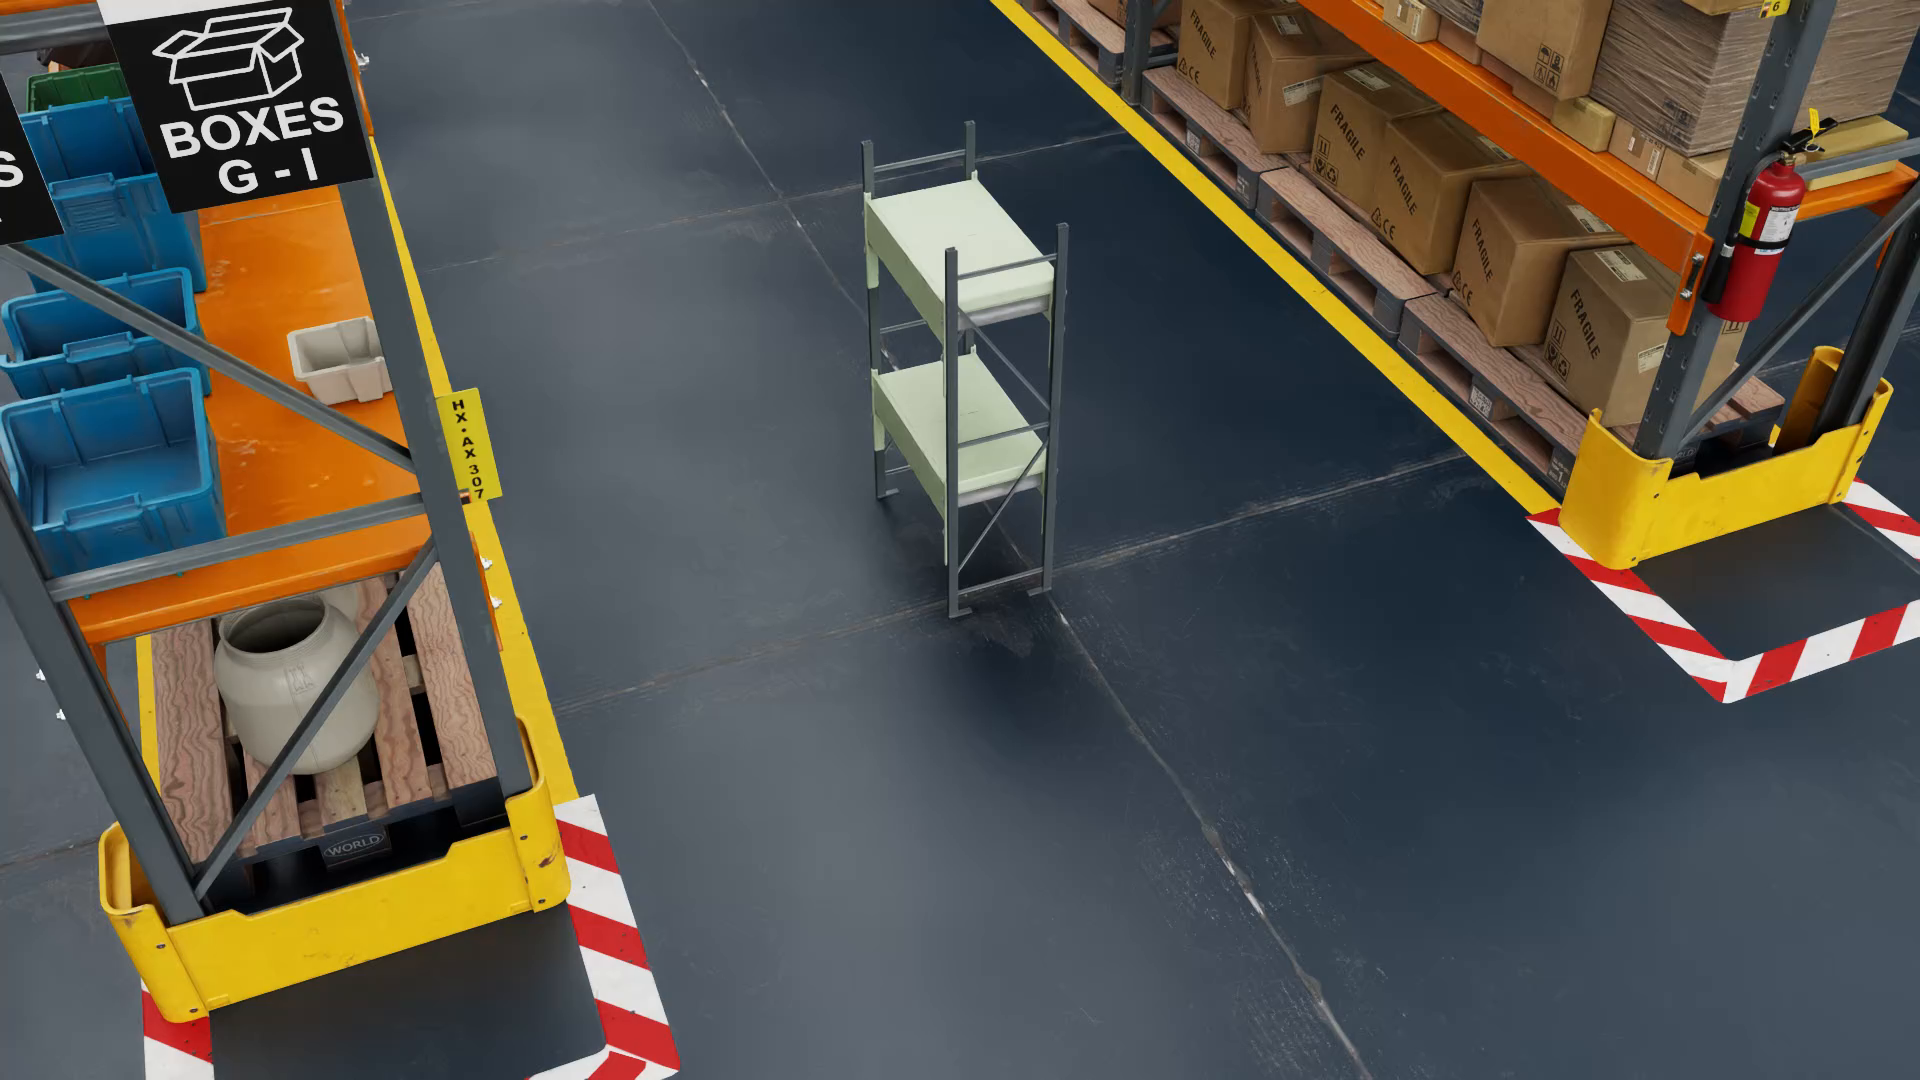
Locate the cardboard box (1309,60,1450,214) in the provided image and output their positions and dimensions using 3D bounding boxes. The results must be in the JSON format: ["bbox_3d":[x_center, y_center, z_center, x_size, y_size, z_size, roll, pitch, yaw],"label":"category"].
[{"bbox_3d":[2.010,-1.890,7.742,0.500,0.500,0.500,-19,44,-21],"label":"cardboard box"}]

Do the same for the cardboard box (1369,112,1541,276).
[{"bbox_3d":[2.182,-1.543,7.338,0.500,0.500,0.500,-11,42,-13],"label":"cardboard box"}]

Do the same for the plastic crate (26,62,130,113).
[{"bbox_3d":[-2.960,-1.423,5.767,0.450,0.188,0.662,-15,43,-17],"label":"plastic crate"}]

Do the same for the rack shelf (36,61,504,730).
[{"bbox_3d":[-2.453,-0.914,5.564,1.077,0.370,4.000,-15,43,-17],"label":"rack shelf"}]

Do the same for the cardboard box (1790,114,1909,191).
[{"bbox_3d":[2.999,-1.353,5.716,0.380,0.149,0.250,-15,43,-17],"label":"cardboard box"}]

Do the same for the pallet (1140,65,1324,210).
[{"bbox_3d":[1.647,-2.174,8.616,1.003,0.211,1.213,-15,43,-17],"label":"pallet"}]

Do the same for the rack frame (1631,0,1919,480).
[{"bbox_3d":[2.888,-1.217,5.365,1.000,3.000,0.127,-15,43,-17],"label":"rack frame"}]

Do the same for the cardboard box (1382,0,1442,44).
[{"bbox_3d":[1.917,-2.120,6.607,0.380,0.149,0.250,-15,43,-17],"label":"cardboard box"}]

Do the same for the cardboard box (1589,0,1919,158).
[{"bbox_3d":[2.703,-1.706,5.629,0.875,0.500,0.500,-15,43,-17],"label":"cardboard box"}]

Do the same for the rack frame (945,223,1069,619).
[{"bbox_3d":[0.143,-0.344,5.500,0.400,1.500,0.023,-15,43,-17],"label":"rack frame"}]

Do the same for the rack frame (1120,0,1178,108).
[{"bbox_3d":[1.357,-3.627,8.167,1.000,3.000,0.127,-15,43,-17],"label":"rack frame"}]

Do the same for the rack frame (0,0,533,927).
[{"bbox_3d":[-1.688,0.018,3.928,1.000,3.000,0.127,-15,43,-17],"label":"rack frame"}]

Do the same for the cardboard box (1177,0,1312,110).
[{"bbox_3d":[1.473,-2.588,8.554,0.500,0.500,0.500,-16,43,-18],"label":"cardboard box"}]

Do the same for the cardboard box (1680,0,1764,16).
[{"bbox_3d":[2.449,-2.017,5.223,0.500,0.500,0.500,-15,43,-17],"label":"cardboard box"}]

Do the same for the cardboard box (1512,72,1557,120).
[{"bbox_3d":[2.268,-1.685,6.102,0.380,0.149,0.250,-15,43,-17],"label":"cardboard box"}]

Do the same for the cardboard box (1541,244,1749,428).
[{"bbox_3d":[2.664,-0.809,6.486,0.500,0.500,0.500,-8,41,-9],"label":"cardboard box"}]

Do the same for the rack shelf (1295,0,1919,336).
[{"bbox_3d":[2.123,-2.150,7.001,1.077,0.370,4.000,-15,43,-17],"label":"rack shelf"}]

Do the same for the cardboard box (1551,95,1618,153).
[{"bbox_3d":[2.350,-1.531,5.922,0.380,0.149,0.250,-15,43,-17],"label":"cardboard box"}]

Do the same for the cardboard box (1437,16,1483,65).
[{"bbox_3d":[2.095,-1.991,6.458,0.380,0.149,0.250,-15,43,-17],"label":"cardboard box"}]

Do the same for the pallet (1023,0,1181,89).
[{"bbox_3d":[1.058,-3.038,9.621,1.003,0.211,1.213,-15,43,-17],"label":"pallet"}]

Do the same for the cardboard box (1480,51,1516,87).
[{"bbox_3d":[2.211,-1.846,6.289,0.380,0.149,0.250,-15,43,-17],"label":"cardboard box"}]

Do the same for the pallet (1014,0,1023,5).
[{"bbox_3d":[0.587,-3.774,10.477,1.003,0.211,1.213,-15,43,-17],"label":"pallet"}]

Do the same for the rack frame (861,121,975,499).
[{"bbox_3d":[-0.137,-0.785,6.013,0.400,1.500,0.023,-15,43,-17],"label":"rack frame"}]

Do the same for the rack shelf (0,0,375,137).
[{"bbox_3d":[-2.453,-2.051,4.586,1.077,0.370,4.000,-15,43,-17],"label":"rack shelf"}]

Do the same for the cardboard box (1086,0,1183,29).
[{"bbox_3d":[1.142,-3.221,9.275,0.700,0.500,0.500,-18,44,-20],"label":"cardboard box"}]

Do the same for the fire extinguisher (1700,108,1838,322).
[{"bbox_3d":[2.506,-1.004,5.177,0.296,0.674,0.183,-15,43,-17],"label":"fire extinguisher"}]

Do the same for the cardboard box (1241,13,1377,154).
[{"bbox_3d":[1.700,-2.244,8.155,0.500,0.500,0.500,-3,41,-3],"label":"cardboard box"}]

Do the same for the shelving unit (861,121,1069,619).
[{"bbox_3d":[0.003,-0.565,5.756,0.431,1.500,0.755,-15,43,-17],"label":"shelving unit"}]

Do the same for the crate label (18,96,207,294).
[{"bbox_3d":[-2.642,-1.037,5.128,0.502,0.435,0.616,-15,43,-17],"label":"crate label"}]

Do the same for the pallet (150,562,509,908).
[{"bbox_3d":[-2.067,0.551,5.448,1.003,0.211,1.213,-15,43,-17],"label":"pallet"}]

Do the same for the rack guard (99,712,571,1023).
[{"bbox_3d":[-1.761,0.932,4.783,1.175,0.500,0.348,-15,43,-17],"label":"rack guard"}]

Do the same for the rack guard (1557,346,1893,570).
[{"bbox_3d":[2.859,-0.315,6.233,1.175,0.500,0.348,-15,43,-17],"label":"rack guard"}]

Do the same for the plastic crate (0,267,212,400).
[{"bbox_3d":[-2.399,-0.545,4.697,0.499,0.251,0.408,-15,43,-17],"label":"plastic crate"}]

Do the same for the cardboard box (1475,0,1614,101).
[{"bbox_3d":[2.401,-1.978,5.944,0.875,0.500,0.500,-15,43,-17],"label":"cardboard box"}]

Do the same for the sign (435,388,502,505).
[{"bbox_3d":[-1.178,-0.221,3.995,0.100,0.325,0.005,-15,43,-17],"label":"sign"}]

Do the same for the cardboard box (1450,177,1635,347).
[{"bbox_3d":[2.404,-1.161,6.894,0.500,0.500,0.500,-5,41,-6],"label":"cardboard box"}]

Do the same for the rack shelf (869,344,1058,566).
[{"bbox_3d":[0.003,-0.317,5.969,0.431,0.370,0.720,-15,43,-17],"label":"rack shelf"}]

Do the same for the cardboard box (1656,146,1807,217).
[{"bbox_3d":[2.588,-1.242,5.587,0.380,0.149,0.250,-15,43,-17],"label":"cardboard box"}]

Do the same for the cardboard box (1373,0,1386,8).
[{"bbox_3d":[1.886,-2.288,6.802,0.380,0.149,0.250,-15,43,-17],"label":"cardboard box"}]

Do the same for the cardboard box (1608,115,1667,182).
[{"bbox_3d":[2.493,-1.393,5.762,0.380,0.149,0.250,-15,43,-17],"label":"cardboard box"}]

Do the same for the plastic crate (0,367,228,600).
[{"bbox_3d":[-2.156,-0.152,4.241,0.499,0.251,0.616,-15,43,-17],"label":"plastic crate"}]

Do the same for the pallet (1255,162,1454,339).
[{"bbox_3d":[2.118,-1.438,7.760,1.003,0.211,1.213,-15,43,-17],"label":"pallet"}]

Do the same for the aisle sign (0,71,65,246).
[{"bbox_3d":[-1.935,-0.850,2.944,0.394,0.787,0.004,-15,43,-17],"label":"aisle sign"}]

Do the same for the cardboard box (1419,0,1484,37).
[{"bbox_3d":[2.249,-2.290,6.307,0.875,0.500,0.500,-15,43,-17],"label":"cardboard box"}]

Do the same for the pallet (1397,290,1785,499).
[{"bbox_3d":[2.581,-0.704,6.907,1.003,0.211,1.213,-15,43,-17],"label":"pallet"}]

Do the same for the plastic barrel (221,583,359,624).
[{"bbox_3d":[-2.202,0.123,5.393,0.421,0.512,0.421,0,41,0],"label":"plastic barrel"}]

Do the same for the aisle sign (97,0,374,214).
[{"bbox_3d":[-1.390,-0.997,3.115,0.394,0.787,0.004,-15,43,-17],"label":"aisle sign"}]

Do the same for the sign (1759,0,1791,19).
[{"bbox_3d":[2.367,-1.650,4.738,0.100,0.325,0.005,-15,43,-17],"label":"sign"}]

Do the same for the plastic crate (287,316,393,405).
[{"bbox_3d":[-1.733,-0.501,4.735,0.298,0.136,0.250,-15,43,-17],"label":"plastic crate"}]

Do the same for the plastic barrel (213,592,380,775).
[{"bbox_3d":[-2.011,0.425,5.041,0.421,0.512,0.421,0,41,0],"label":"plastic barrel"}]

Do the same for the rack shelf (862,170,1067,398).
[{"bbox_3d":[0.003,-0.861,5.502,0.431,0.370,0.720,-15,43,-17],"label":"rack shelf"}]

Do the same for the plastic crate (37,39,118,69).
[{"bbox_3d":[-3.136,-2.021,6.347,0.767,0.338,0.504,-15,43,-17],"label":"plastic crate"}]
